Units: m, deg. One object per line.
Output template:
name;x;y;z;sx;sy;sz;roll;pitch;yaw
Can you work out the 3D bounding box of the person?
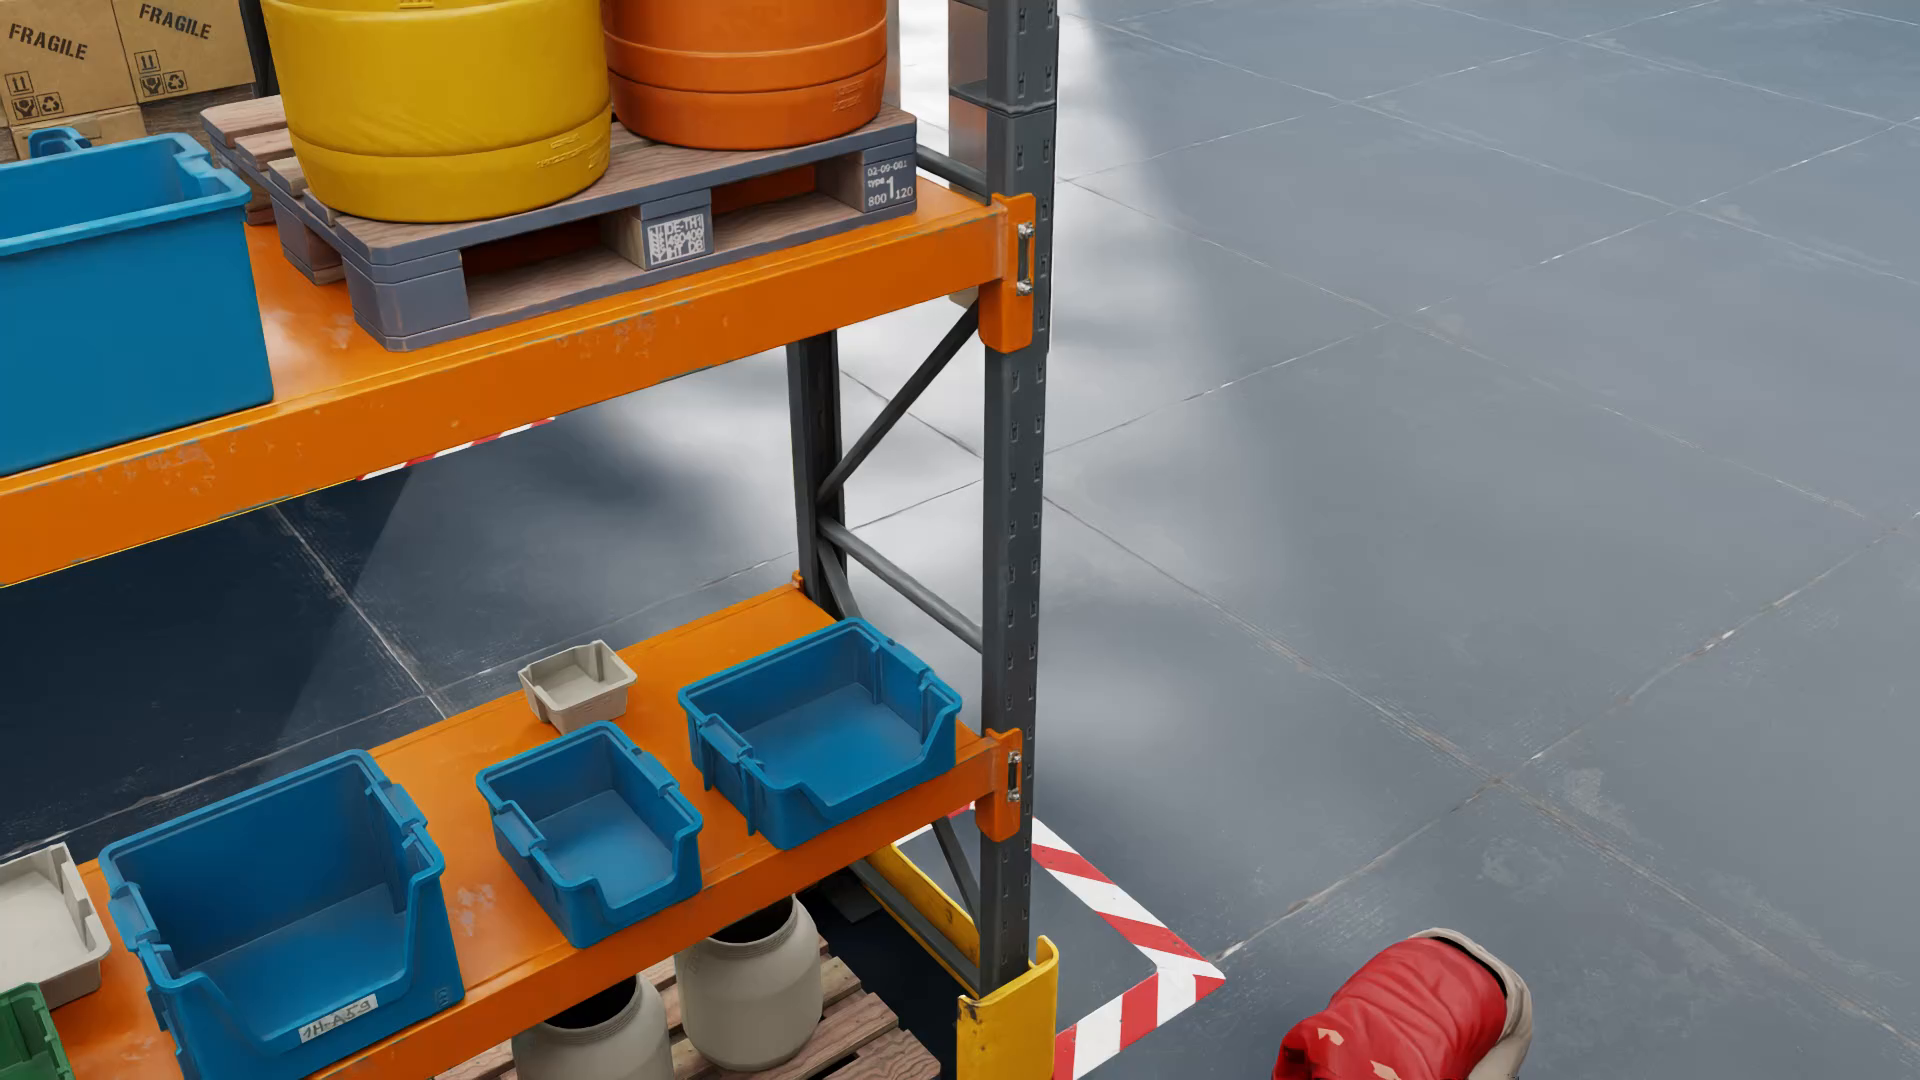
person;1.160;1.558;4.558;0.954;0.814;0.536;-24;39;-33
